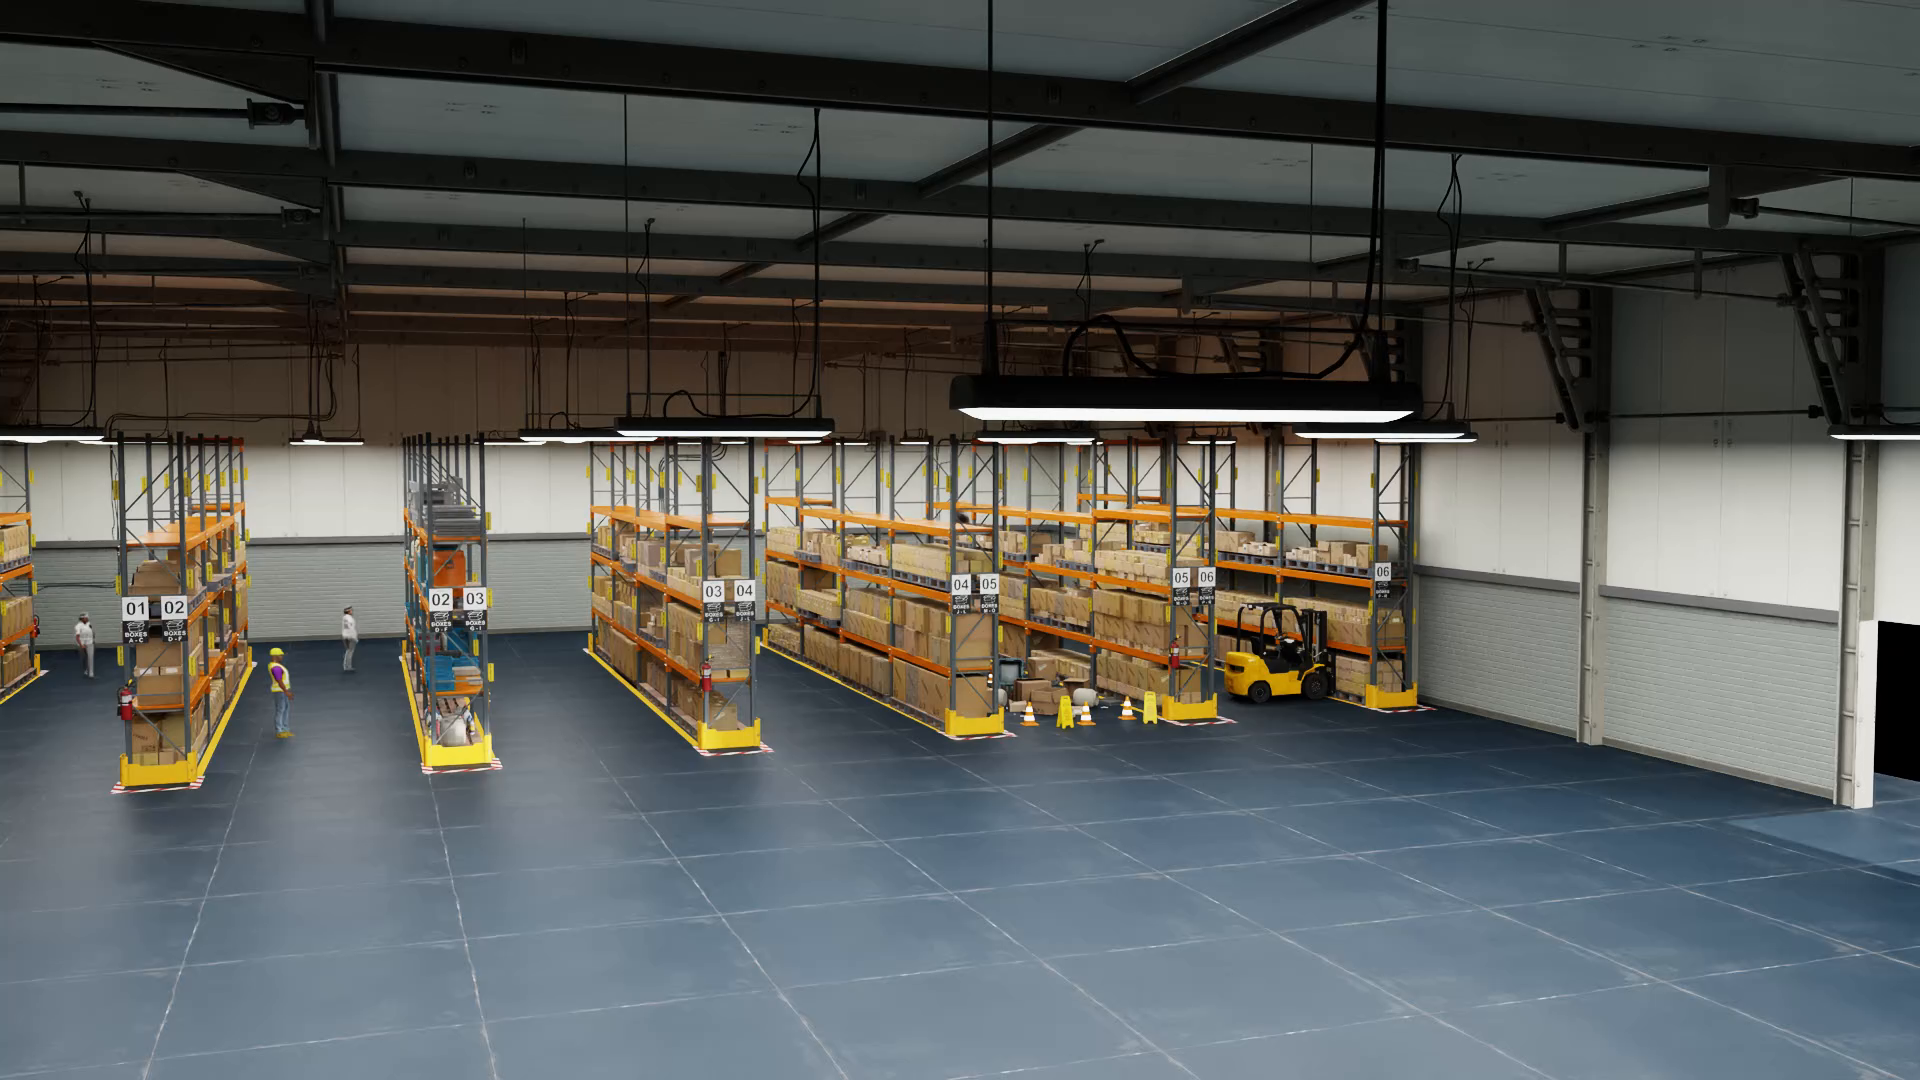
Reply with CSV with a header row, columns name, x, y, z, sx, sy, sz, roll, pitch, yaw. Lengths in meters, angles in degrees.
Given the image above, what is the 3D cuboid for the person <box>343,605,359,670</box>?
name,x,y,z,sx,sy,sz,roll,pitch,yaw
person,-15.633,2.509,42.664,0.501,1.700,0.428,1,3,22

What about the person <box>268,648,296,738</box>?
name,x,y,z,sx,sy,sz,roll,pitch,yaw
person,-13.397,3.026,32.882,0.583,1.800,0.653,0,3,-2

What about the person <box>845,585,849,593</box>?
name,x,y,z,sx,sy,sz,roll,pitch,yaw
person,-3.182,2.110,47.534,0.511,1.654,0.436,2,4,27

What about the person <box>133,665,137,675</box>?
name,x,y,z,sx,sy,sz,roll,pitch,yaw
person,-20.202,2.548,41.133,0.497,1.782,0.593,-3,4,-42

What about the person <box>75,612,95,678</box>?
name,x,y,z,sx,sy,sz,roll,pitch,yaw
person,-21.762,2.596,41.371,0.439,1.606,1.039,-1,3,-22
